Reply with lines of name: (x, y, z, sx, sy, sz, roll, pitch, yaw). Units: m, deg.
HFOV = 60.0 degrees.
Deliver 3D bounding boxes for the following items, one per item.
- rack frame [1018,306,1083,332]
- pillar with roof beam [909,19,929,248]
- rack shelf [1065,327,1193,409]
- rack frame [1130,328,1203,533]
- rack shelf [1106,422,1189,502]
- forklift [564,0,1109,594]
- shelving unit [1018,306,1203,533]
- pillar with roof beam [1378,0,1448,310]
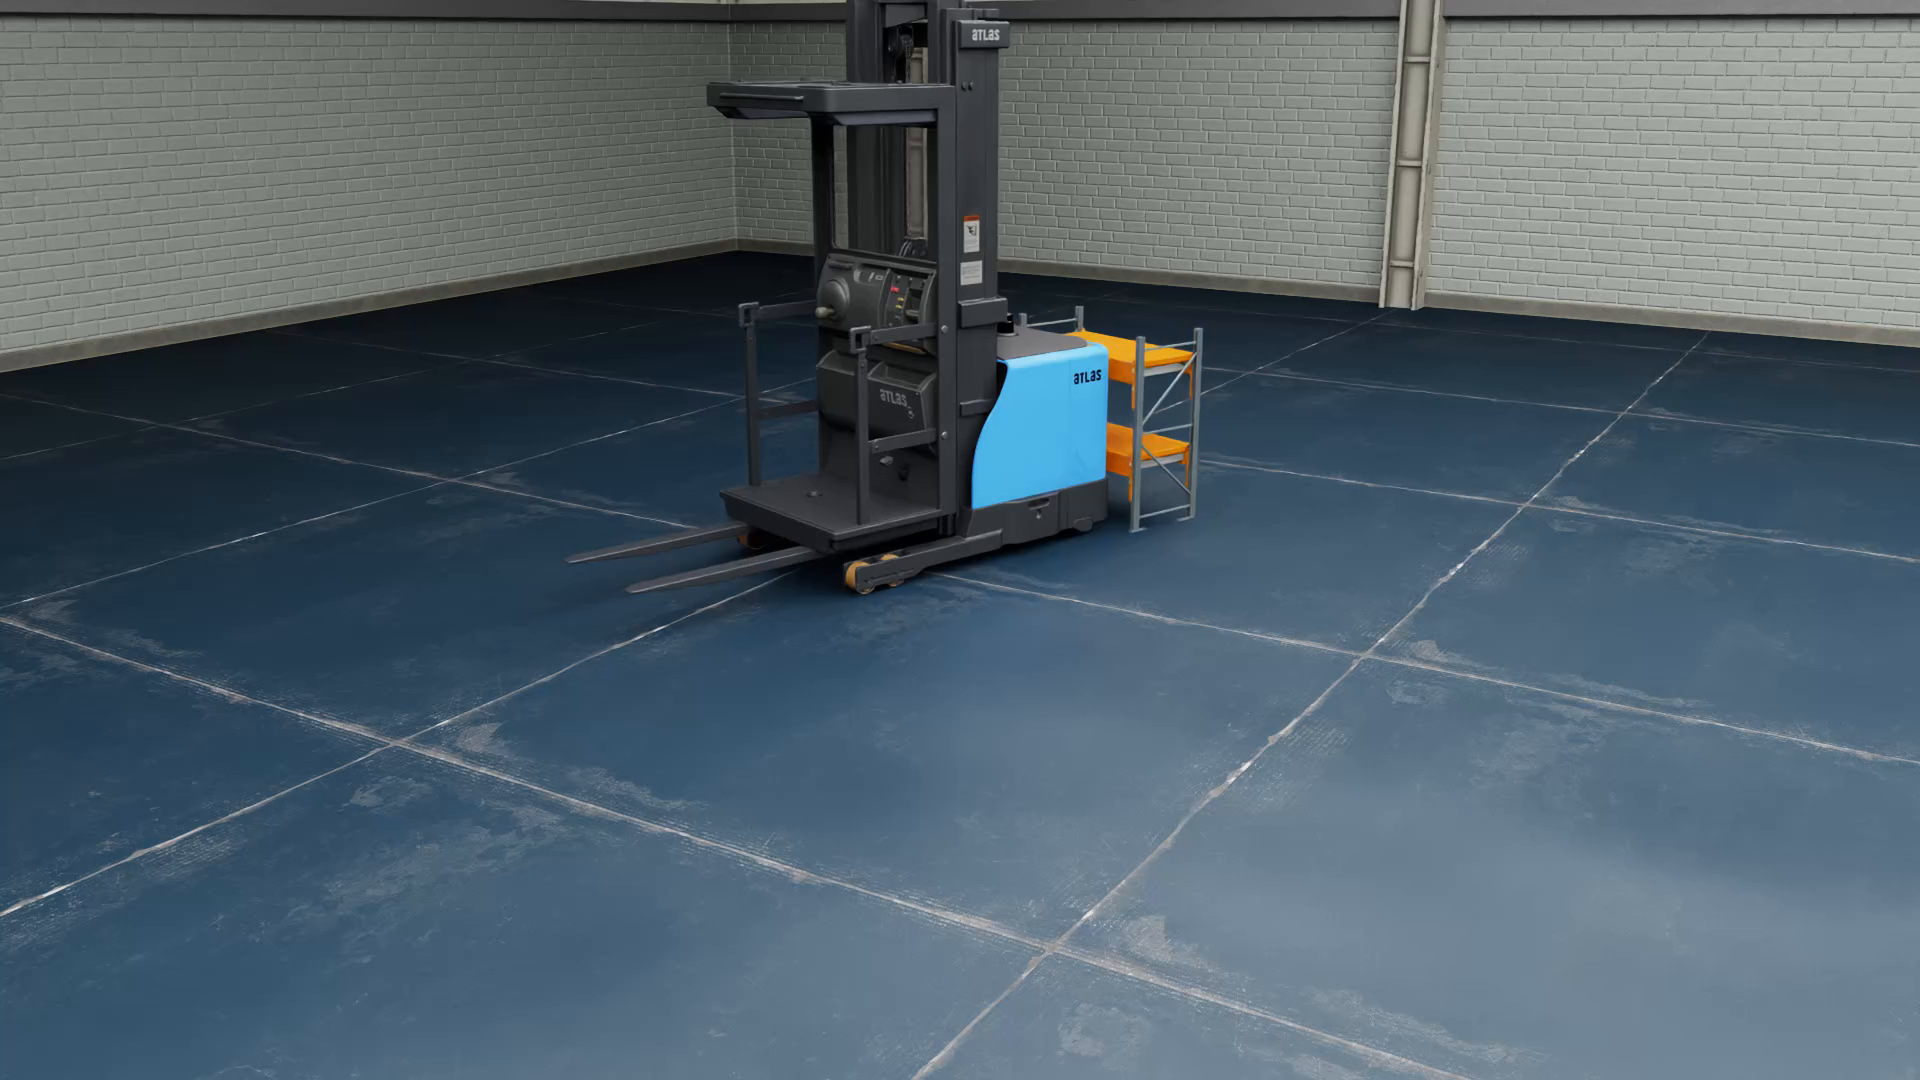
rack frame: (0.555, -0.862, 10.281, 0.500, 1.125, 0.032, -13, 21, -36)
pillar with roof beam: (-2.738, -6.598, 15.620, 0.400, 9.000, 9.100, 10, 20, 30)
rack shelf: (0.868, -1.025, 9.813, 0.538, 0.278, 1.000, -13, 21, -36)
rack frame: (1.181, -0.629, 9.515, 0.500, 1.125, 0.032, -13, 21, -36)
rack shelf: (0.868, -0.511, 9.969, 0.538, 0.278, 1.000, -13, 21, -36)
forklift: (-0.605, -1.299, 8.613, 3.031, 2.935, 1.130, -14, 22, -38)
shelving unit: (0.868, -0.745, 9.898, 0.538, 1.125, 1.048, -13, 21, -36)
pillar with roof beam: (2.375, -5.685, 12.615, 0.400, 9.000, 9.100, 10, 20, 30)
